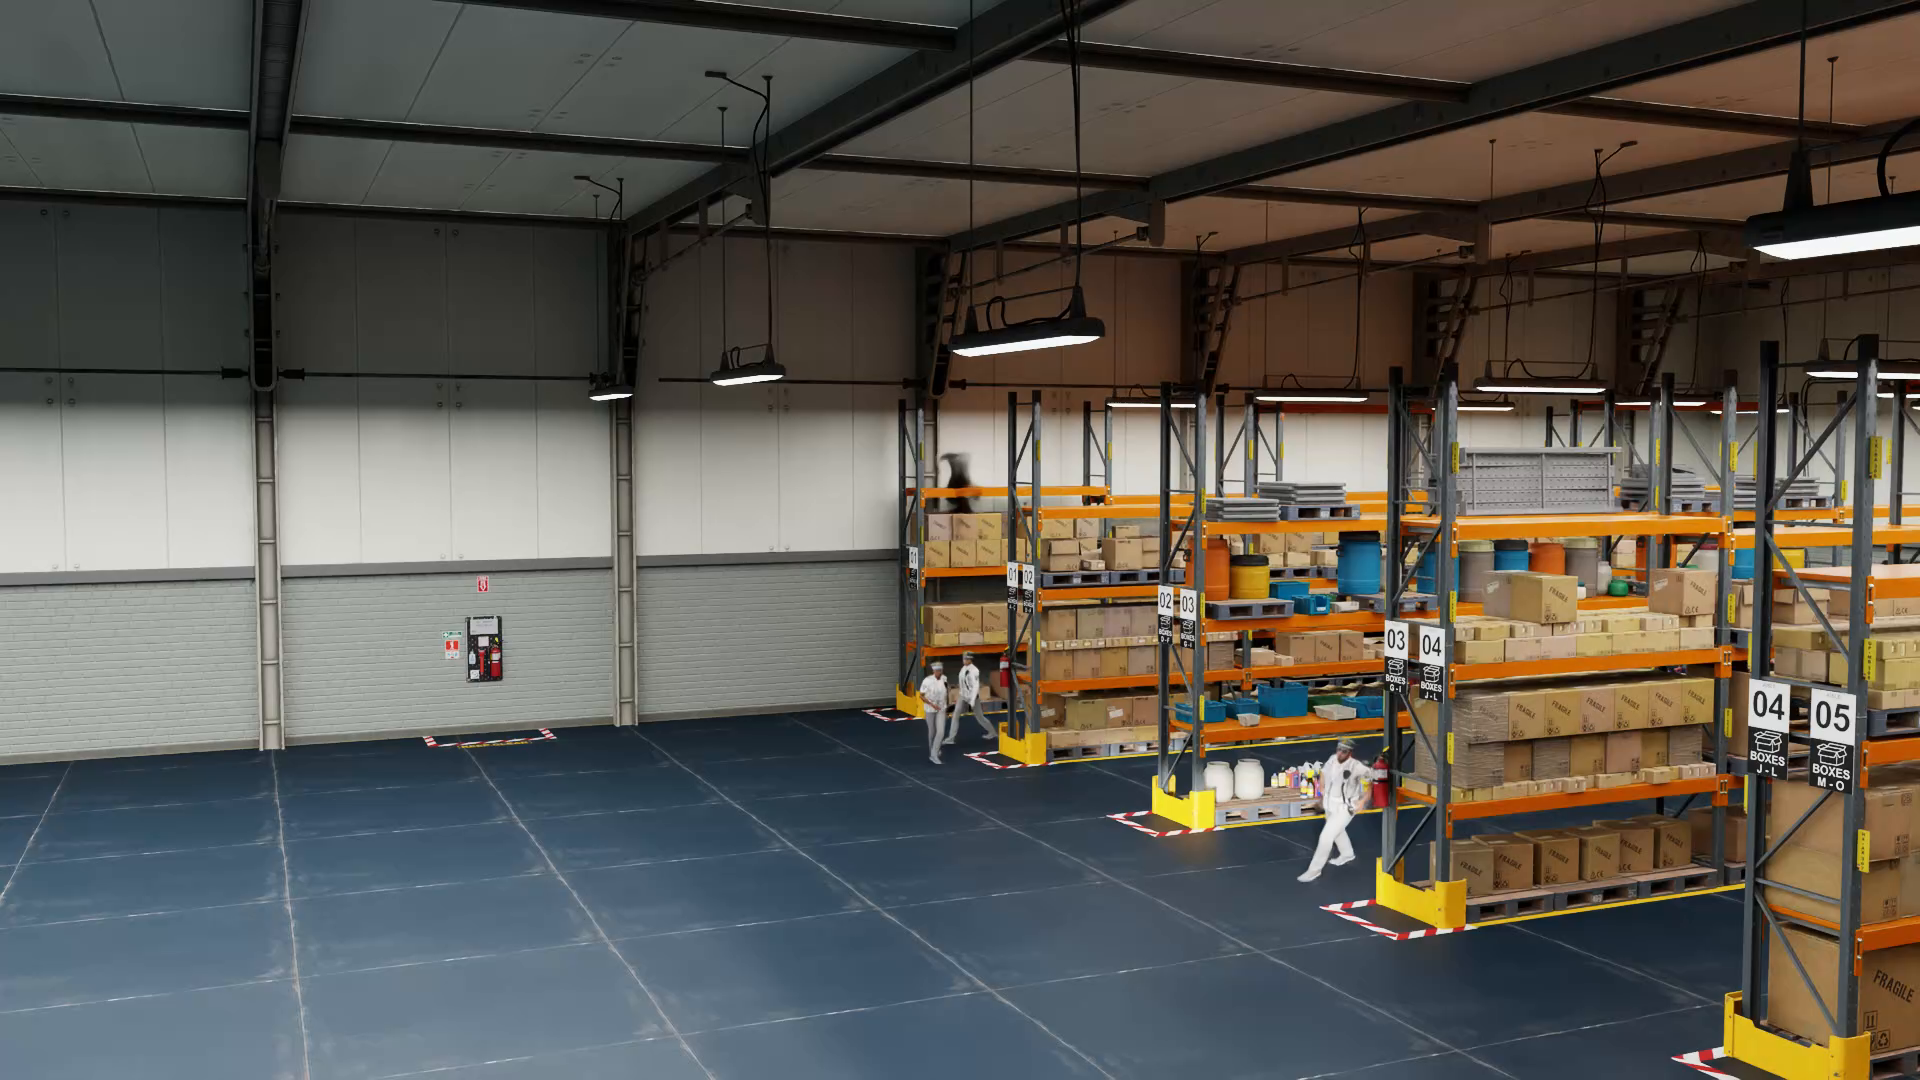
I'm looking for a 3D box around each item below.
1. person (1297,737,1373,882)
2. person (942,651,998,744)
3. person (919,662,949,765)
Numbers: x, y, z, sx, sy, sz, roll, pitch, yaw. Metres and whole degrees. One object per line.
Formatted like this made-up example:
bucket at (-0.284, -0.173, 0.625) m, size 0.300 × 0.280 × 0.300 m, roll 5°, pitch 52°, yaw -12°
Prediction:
person at (4.494, 3.169, 19.638) m, size 0.940 × 1.756 × 0.806 m, roll -2°, pitch 4°, yaw -32°
person at (0.155, 2.687, 28.463) m, size 1.078 × 1.598 × 0.556 m, roll -3°, pitch 4°, yaw -39°
person at (-0.426, 2.760, 26.950) m, size 0.549 × 1.655 × 0.801 m, roll -1°, pitch 3°, yaw -15°
